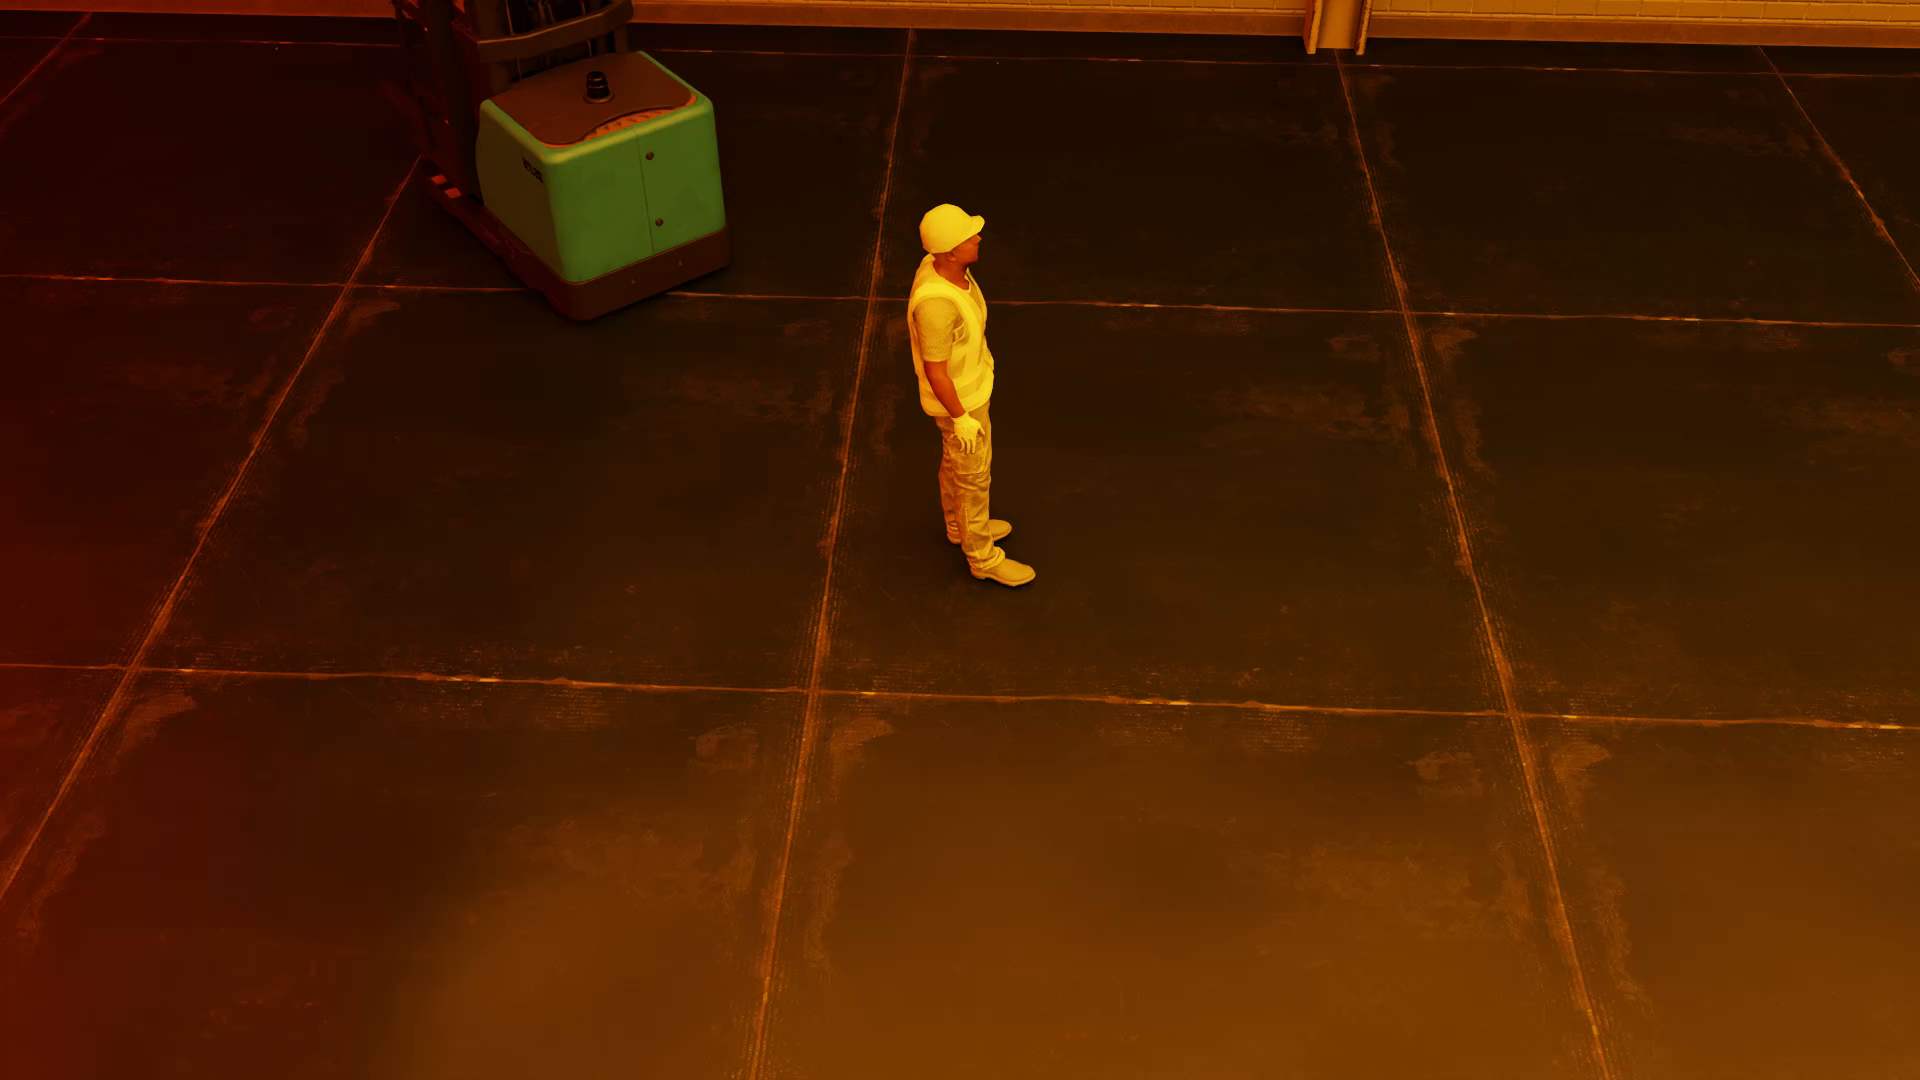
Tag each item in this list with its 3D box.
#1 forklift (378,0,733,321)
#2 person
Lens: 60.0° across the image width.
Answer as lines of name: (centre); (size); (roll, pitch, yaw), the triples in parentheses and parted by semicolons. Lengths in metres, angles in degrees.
forklift: (-2.608, -3.226, 9.277); (1.130, 2.935, 3.031); (-28, 49, -27)
person: (0.071, -0.656, 7.302); (0.577, 1.781, 0.656); (2, 42, 2)
